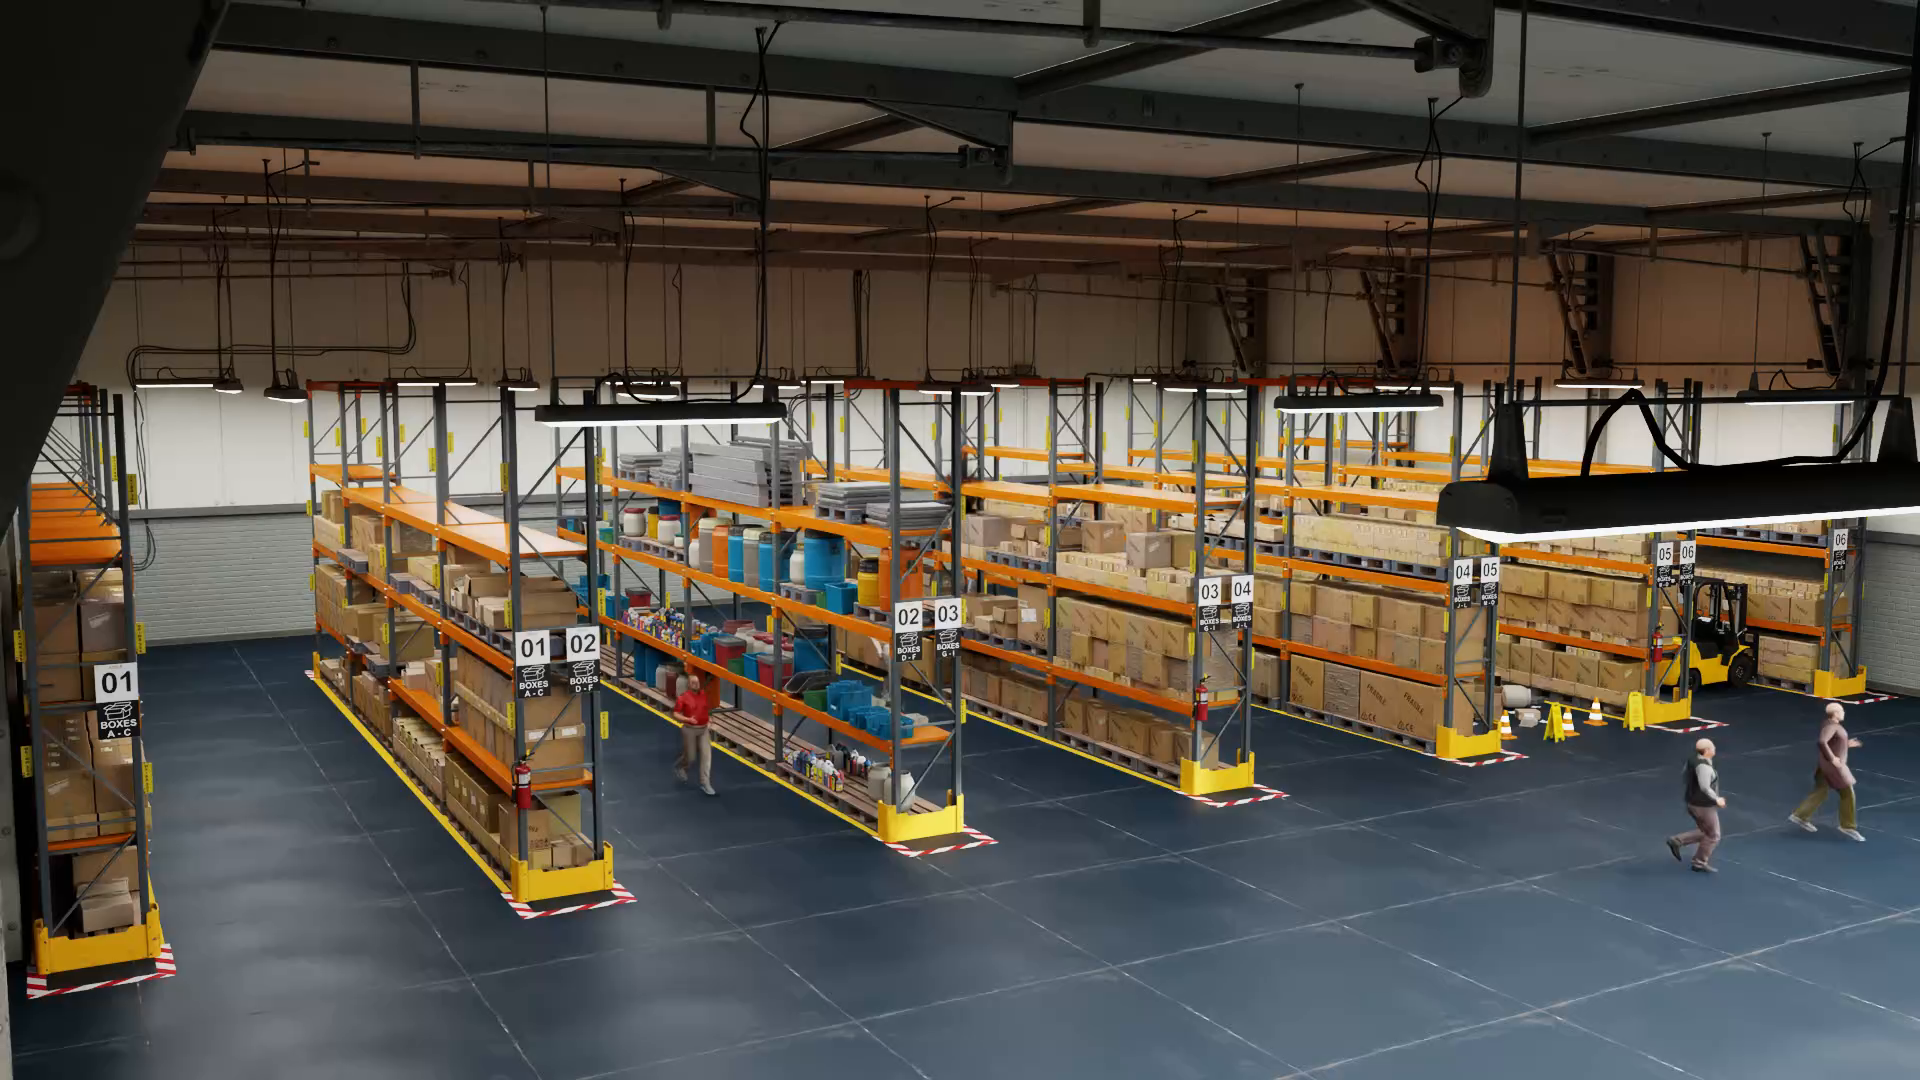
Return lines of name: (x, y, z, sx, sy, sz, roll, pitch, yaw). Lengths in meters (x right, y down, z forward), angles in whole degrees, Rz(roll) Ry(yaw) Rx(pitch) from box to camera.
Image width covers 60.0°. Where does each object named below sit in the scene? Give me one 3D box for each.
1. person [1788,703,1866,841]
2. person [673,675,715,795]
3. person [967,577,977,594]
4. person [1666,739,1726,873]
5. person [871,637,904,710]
person: (11.606, 3.084, 22.207, 0.931, 1.840, 0.692, 1, 6, 8)
person: (-3.932, 2.854, 24.649, 0.664, 1.725, 0.954, -5, 8, -37)
person: (0.332, 1.003, 42.044, 0.897, 1.832, 0.705, -5, 8, -39)
person: (9.177, 3.300, 20.727, 0.600, 1.675, 0.690, 0, 6, 4)
person: (-1.189, 2.069, 29.361, 0.587, 1.762, 0.753, -5, 8, -42)
